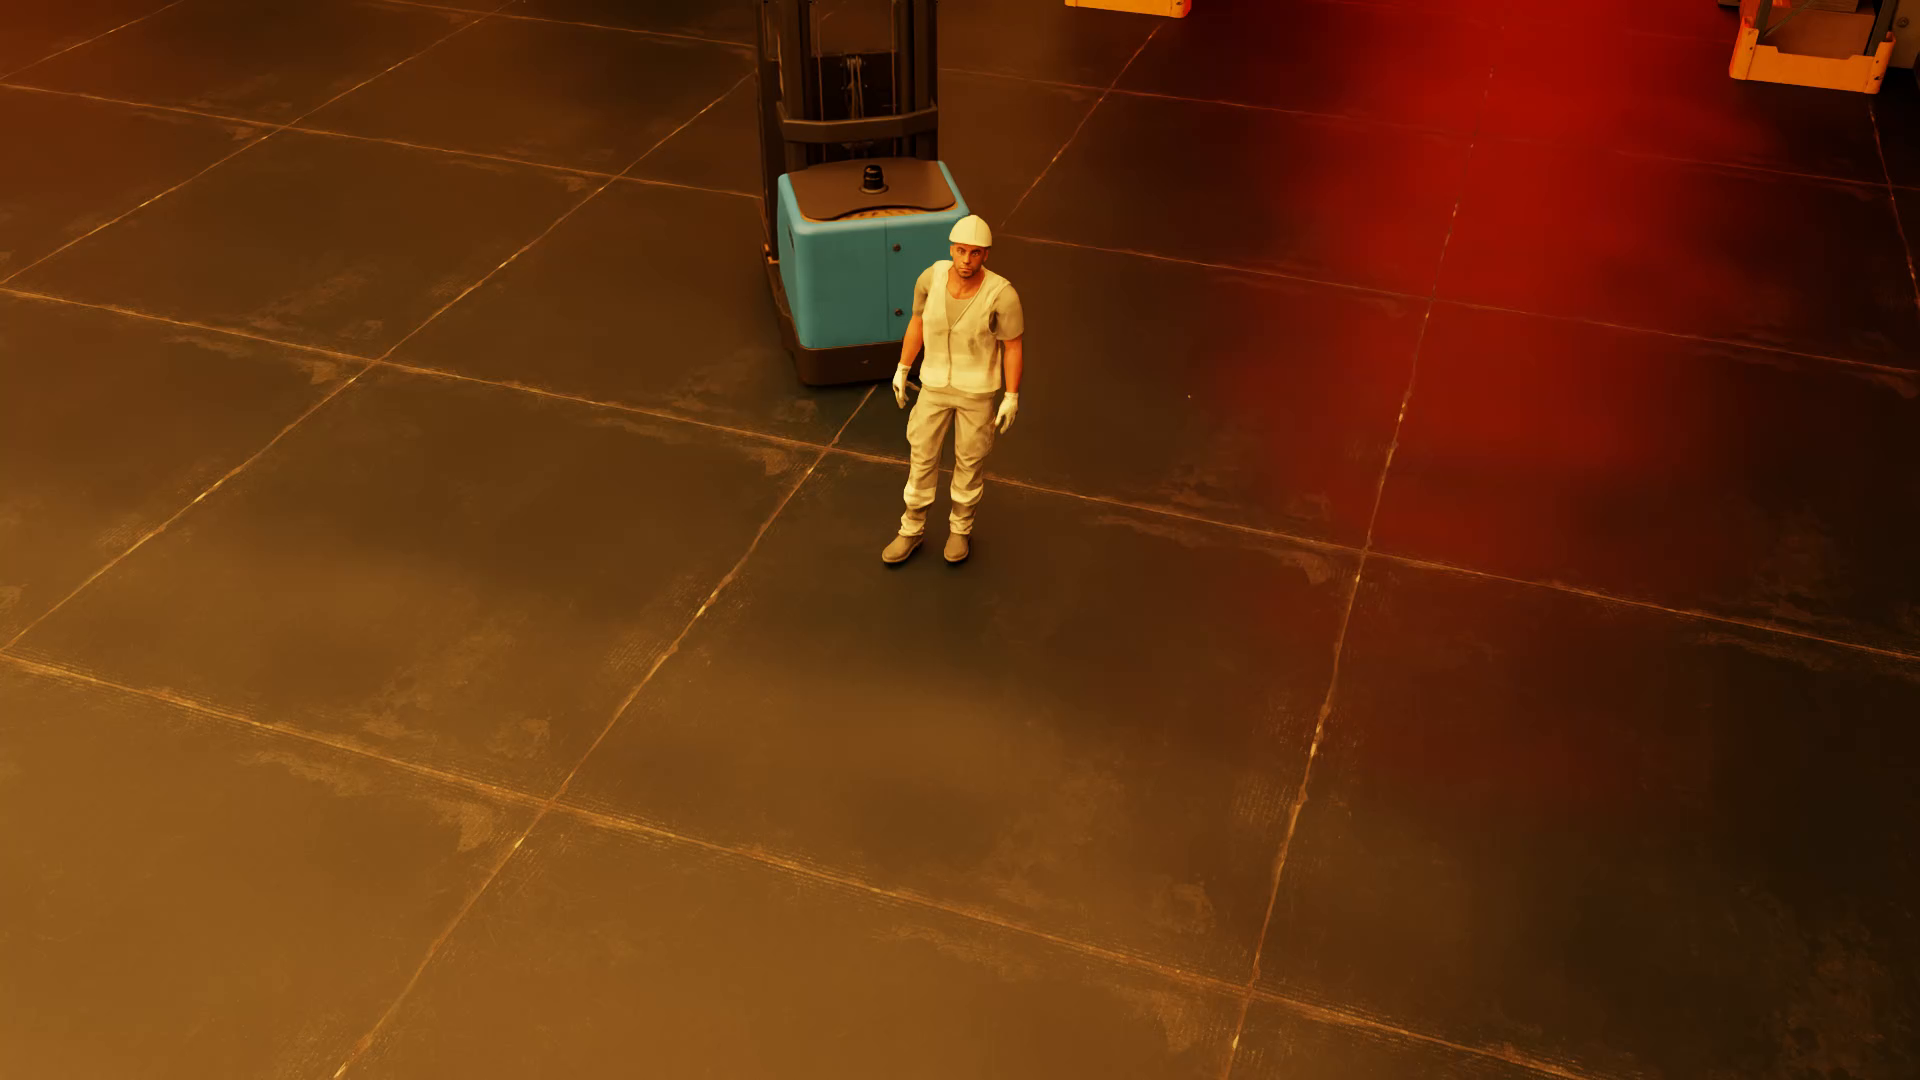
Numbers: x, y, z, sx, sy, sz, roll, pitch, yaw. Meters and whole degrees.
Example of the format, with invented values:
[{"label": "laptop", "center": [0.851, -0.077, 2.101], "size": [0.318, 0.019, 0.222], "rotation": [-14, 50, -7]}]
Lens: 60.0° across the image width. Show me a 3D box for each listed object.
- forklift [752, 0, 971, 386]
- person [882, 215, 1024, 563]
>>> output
[{"label": "forklift", "center": [-0.732, -2.955, 10.279], "size": [1.130, 2.935, 3.031], "rotation": [-7, 36, -10]}, {"label": "person", "center": [-0.038, -0.694, 8.064], "size": [0.637, 1.790, 0.562], "rotation": [12, 37, 16]}]
